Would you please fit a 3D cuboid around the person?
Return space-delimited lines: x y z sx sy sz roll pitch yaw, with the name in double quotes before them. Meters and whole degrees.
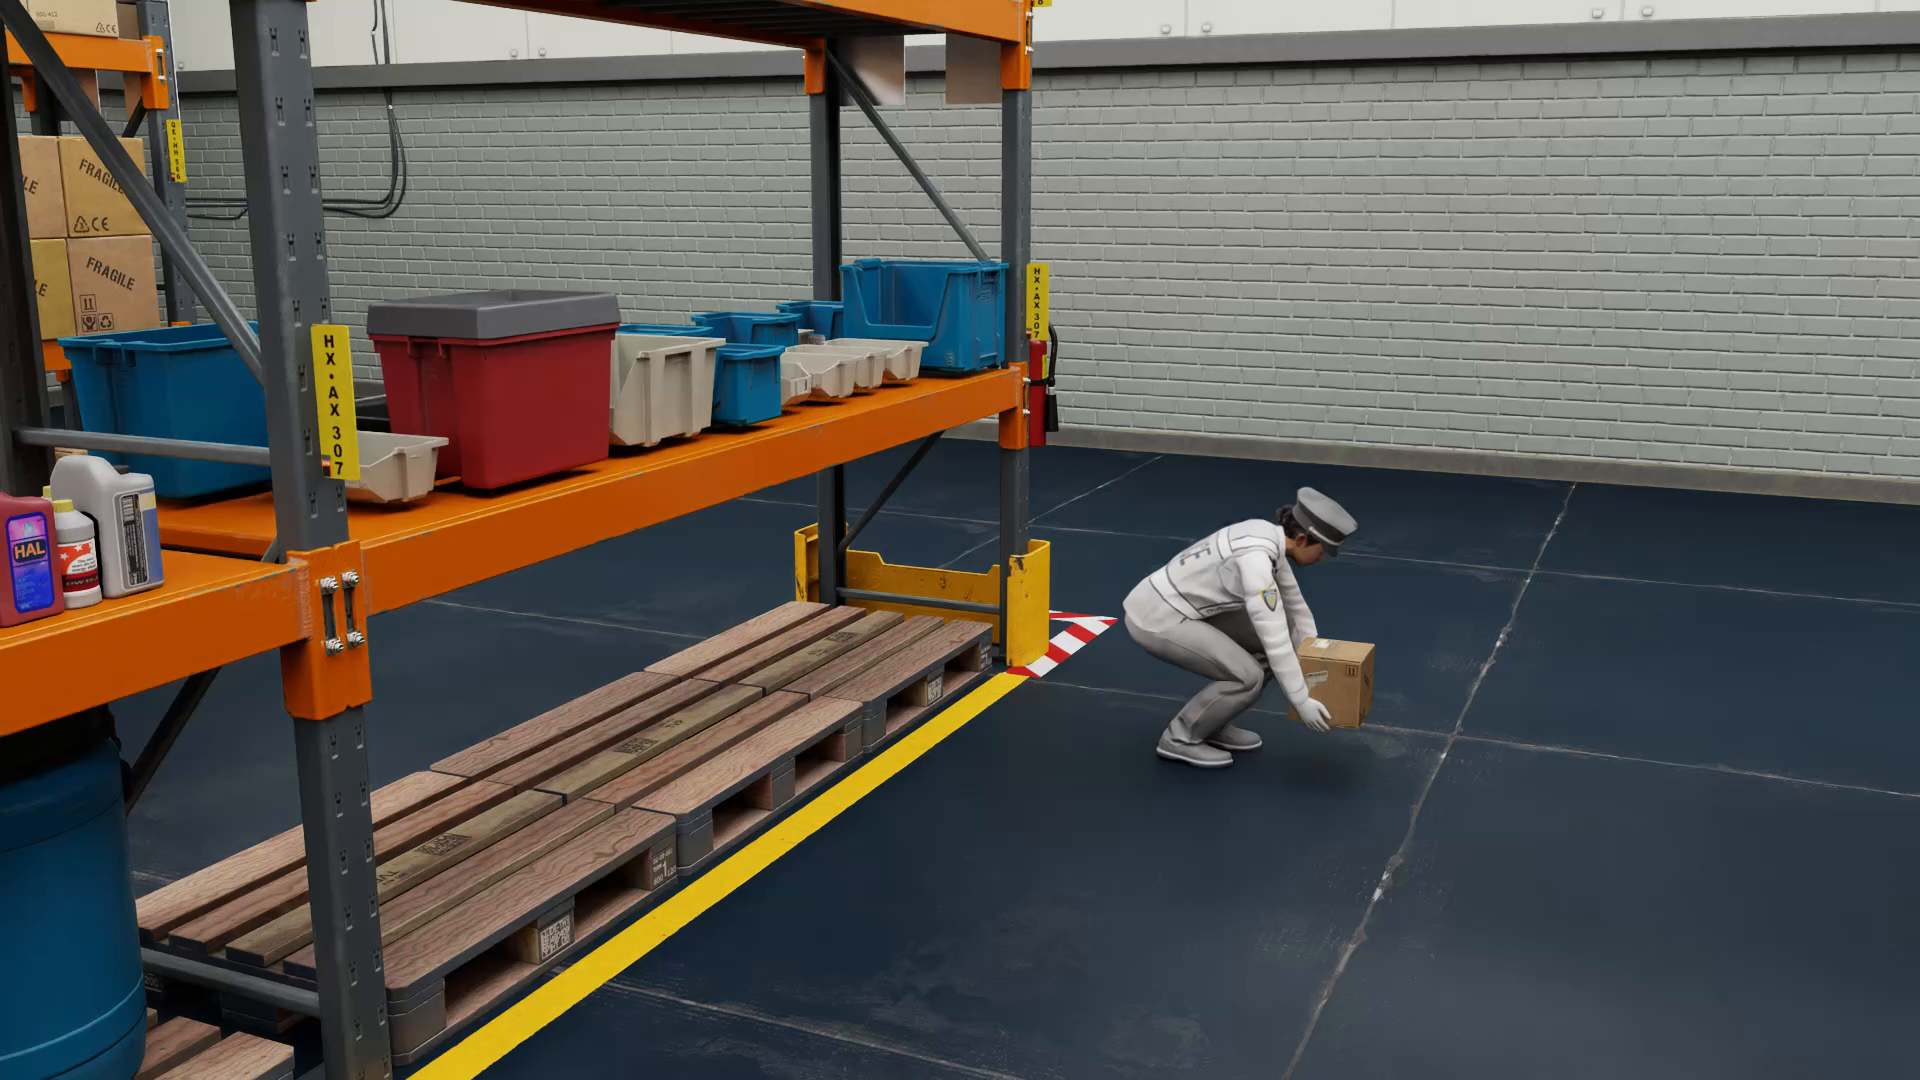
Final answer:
"person" 1.023 0.302 6.107 0.819 1.020 0.498 5 13 23
